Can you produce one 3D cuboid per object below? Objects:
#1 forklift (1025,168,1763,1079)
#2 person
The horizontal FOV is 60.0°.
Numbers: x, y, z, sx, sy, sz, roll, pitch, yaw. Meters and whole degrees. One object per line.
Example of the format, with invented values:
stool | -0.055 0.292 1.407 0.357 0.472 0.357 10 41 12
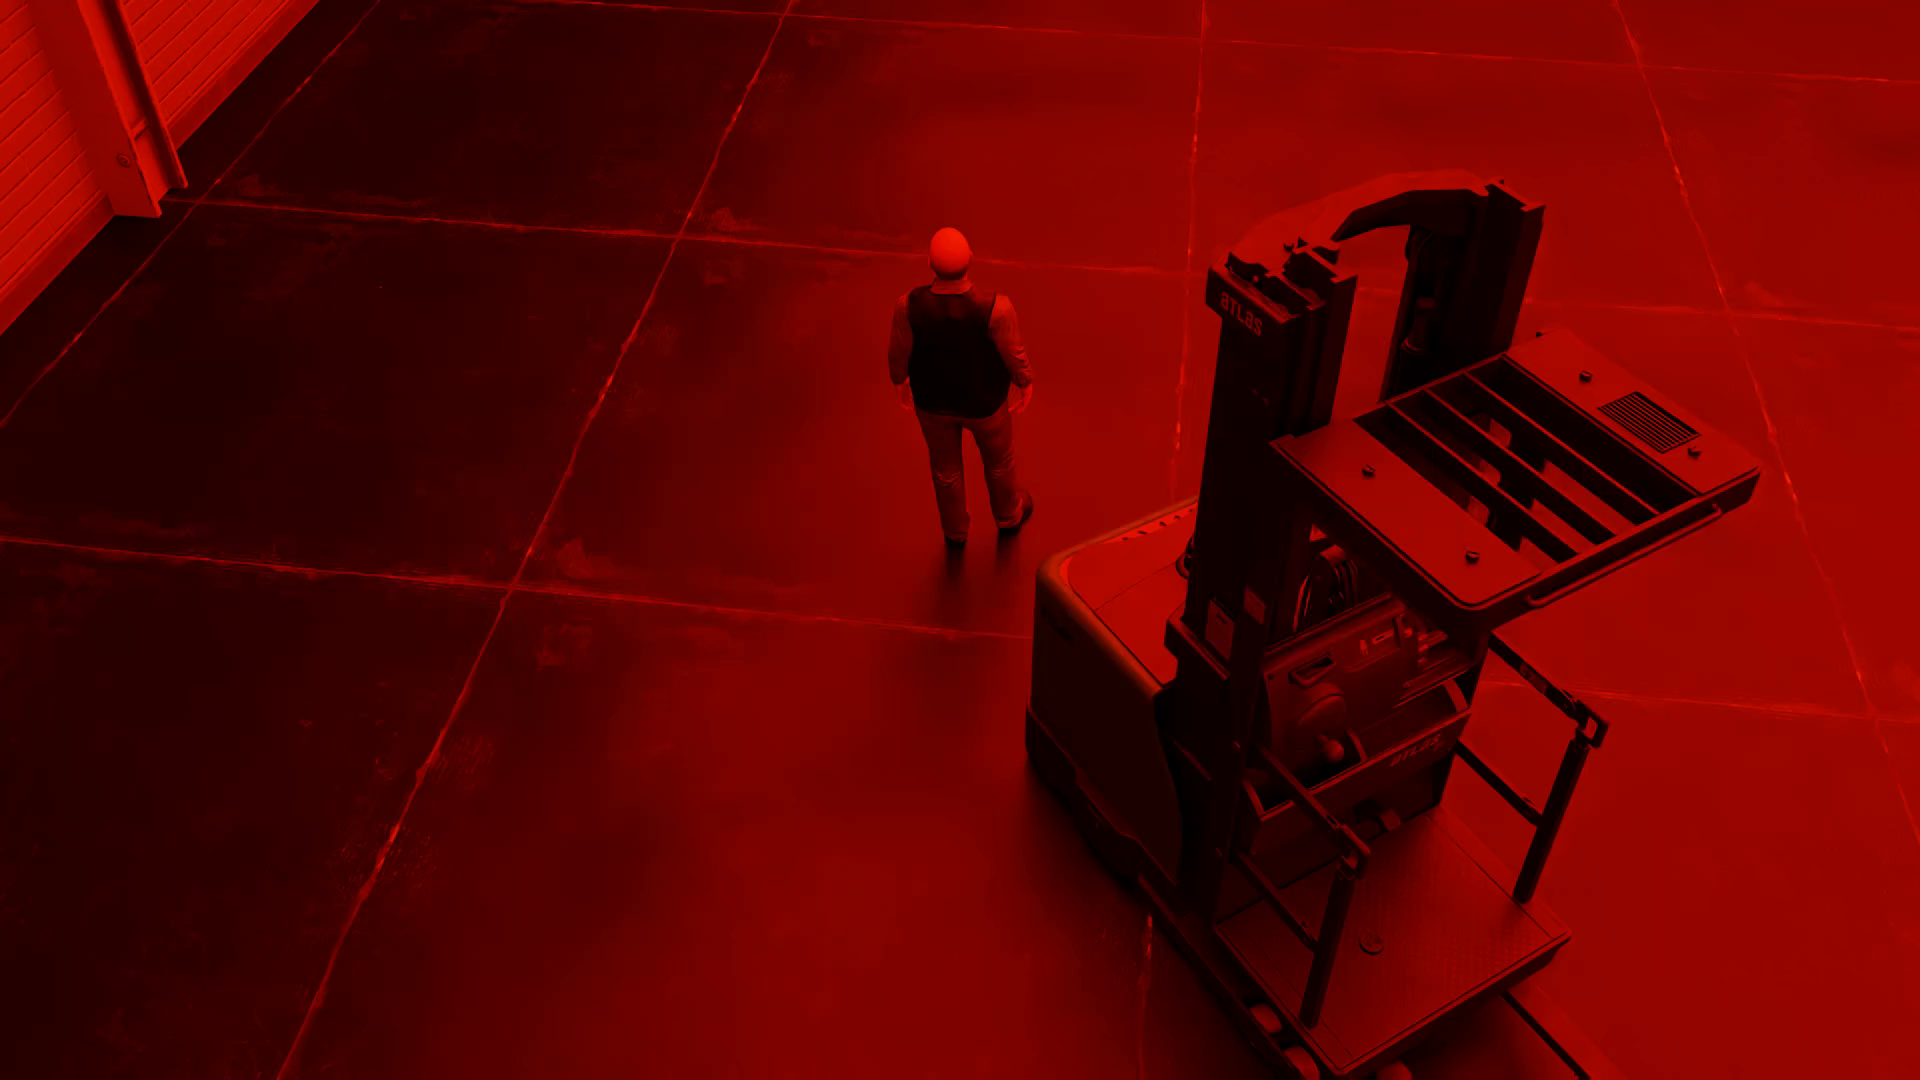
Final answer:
forklift | 1.456 0.481 5.201 1.130 2.935 3.031 -22 47 -22
person | 0.015 -0.681 7.349 0.633 1.722 0.566 5 43 6
